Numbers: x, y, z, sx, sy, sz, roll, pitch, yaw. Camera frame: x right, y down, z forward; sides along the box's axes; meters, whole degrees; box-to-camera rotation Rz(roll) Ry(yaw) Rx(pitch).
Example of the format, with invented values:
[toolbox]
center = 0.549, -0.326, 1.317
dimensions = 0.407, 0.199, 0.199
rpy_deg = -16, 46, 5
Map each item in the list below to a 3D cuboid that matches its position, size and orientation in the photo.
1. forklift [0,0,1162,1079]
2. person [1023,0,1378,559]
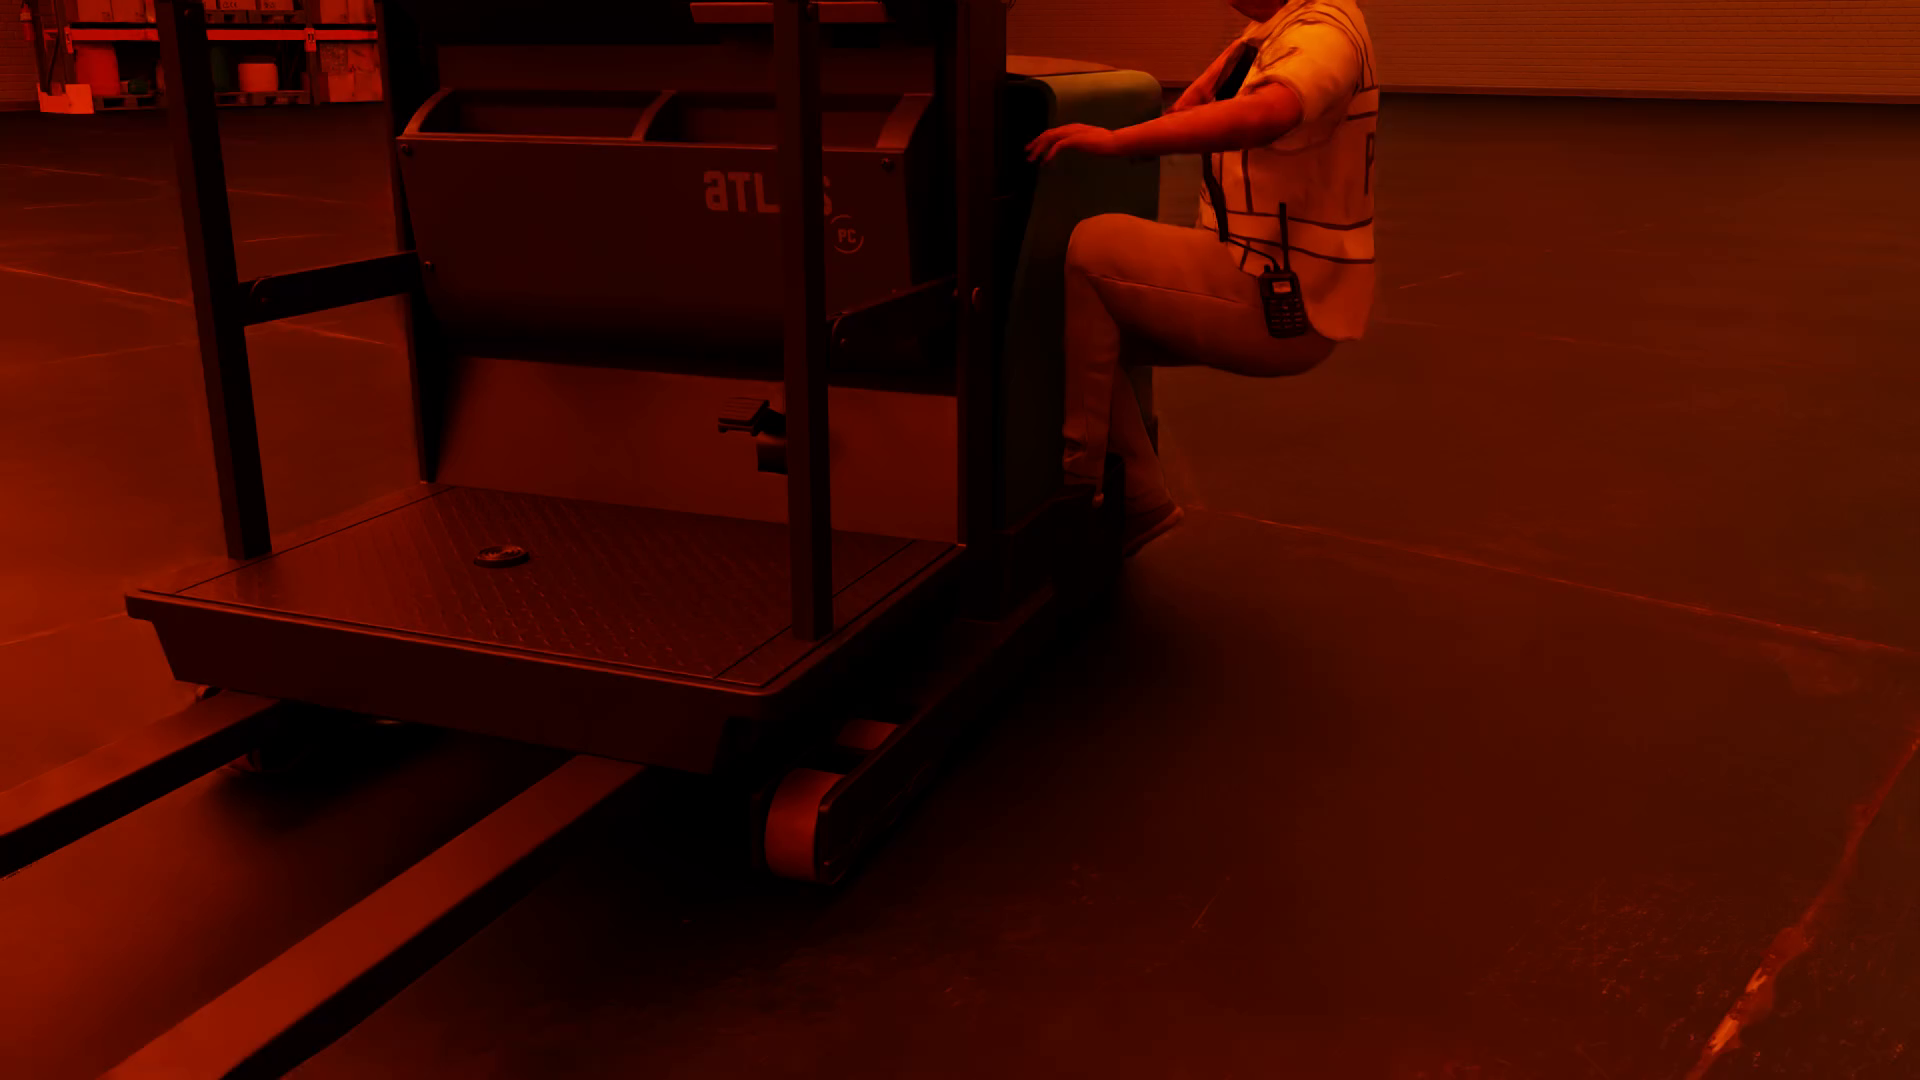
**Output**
[forklift]
center = -0.563, -1.052, 2.363
dimensions = 1.130, 2.935, 3.031
rpy_deg = 7, 18, 21
[person]
center = 0.386, -0.562, 3.266
dimensions = 0.822, 1.409, 0.973
rpy_deg = -1, 17, -4
